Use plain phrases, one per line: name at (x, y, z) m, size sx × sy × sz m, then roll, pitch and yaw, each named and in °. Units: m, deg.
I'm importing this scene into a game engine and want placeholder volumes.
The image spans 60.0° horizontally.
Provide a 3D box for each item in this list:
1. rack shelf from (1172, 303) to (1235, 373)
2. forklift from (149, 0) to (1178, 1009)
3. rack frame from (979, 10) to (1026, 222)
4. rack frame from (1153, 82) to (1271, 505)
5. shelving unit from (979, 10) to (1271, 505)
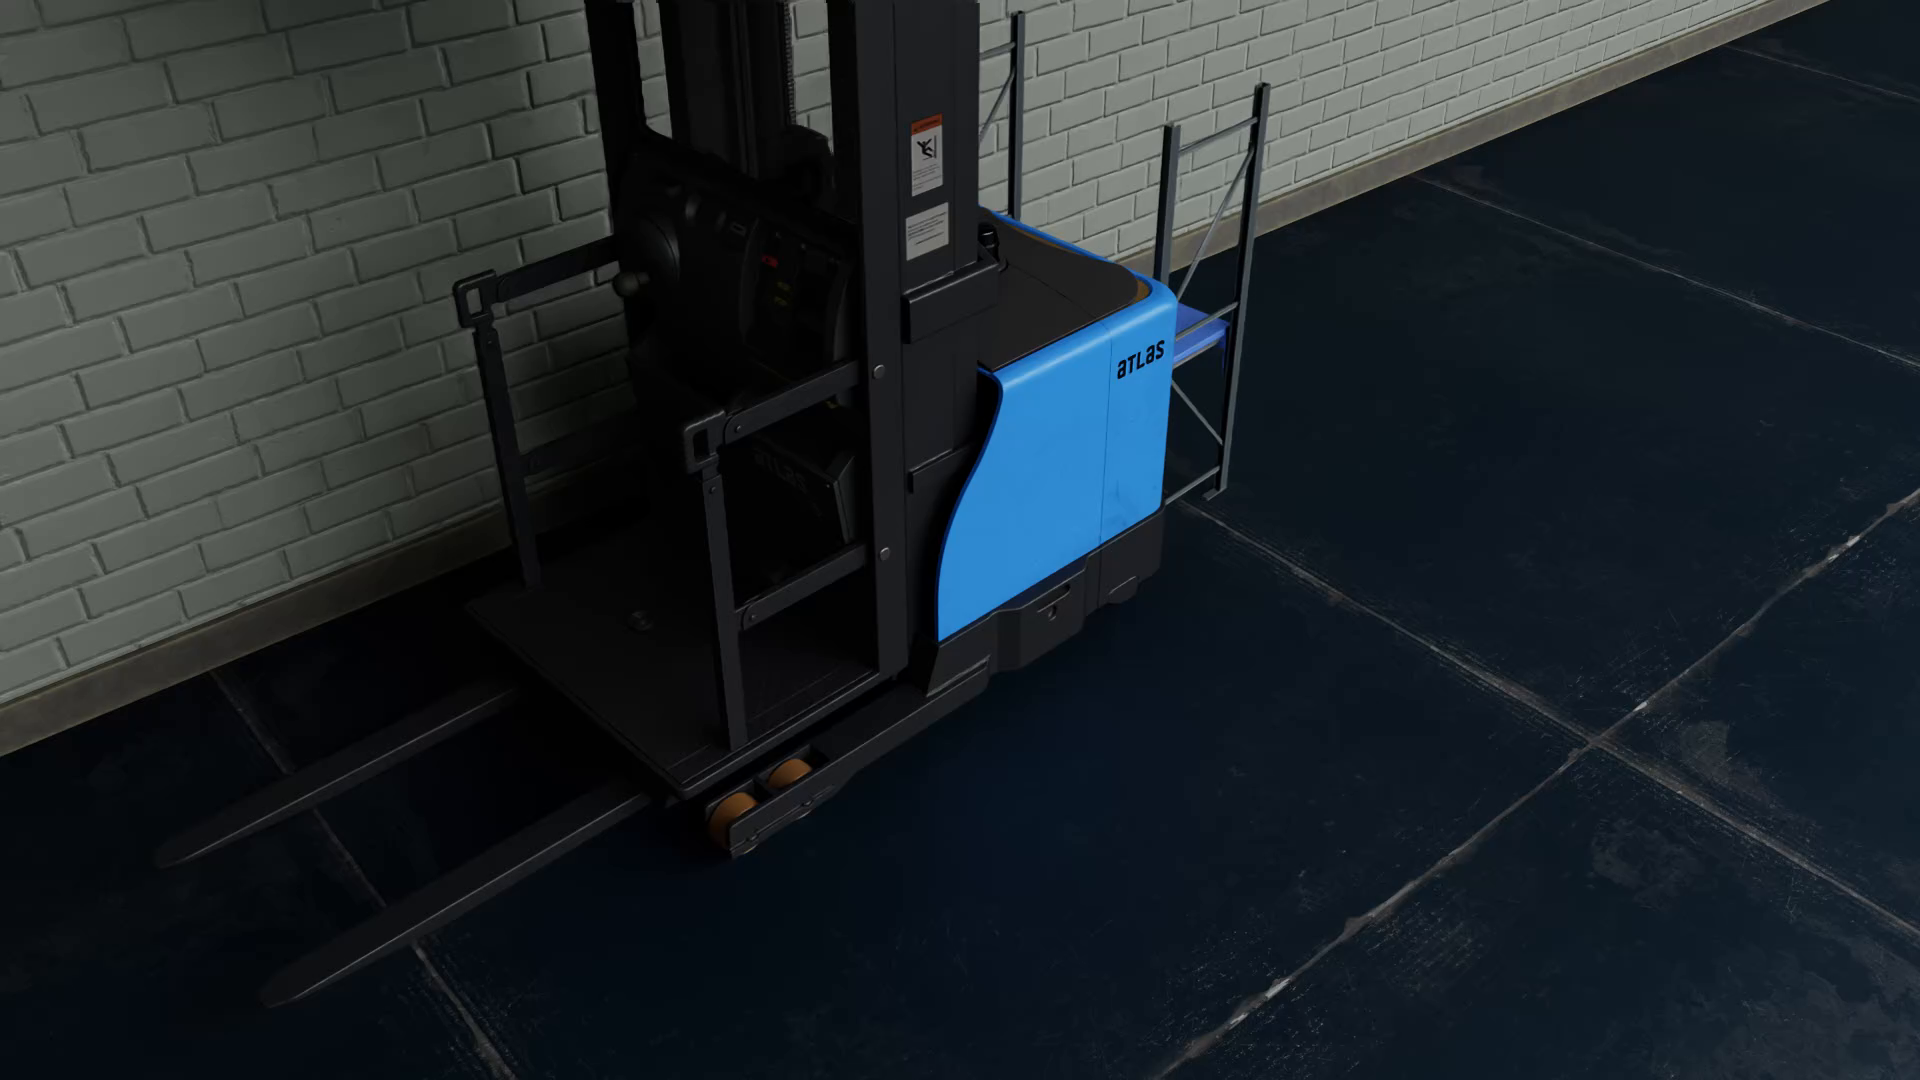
rack shelf at (0.412, -0.755, 5.830) m, size 1.000 × 0.185 × 0.538 m, roll 29°, pitch 44°, yaw 34°
forklift at (-0.743, -0.678, 4.171) m, size 3.031 × 2.935 × 1.130 m, roll -29°, pitch 45°, yaw -35°
rack frame at (0.043, -1.105, 6.012) m, size 0.032 × 1.500 × 0.500 m, roll 29°, pitch 44°, yaw 34°
rack frame at (0.780, -0.700, 5.440) m, size 0.032 × 1.500 × 0.500 m, roll 29°, pitch 44°, yaw 34°
shelving unit at (0.412, -0.902, 5.726) m, size 1.048 × 1.500 × 0.538 m, roll 29°, pitch 44°, yaw 34°
